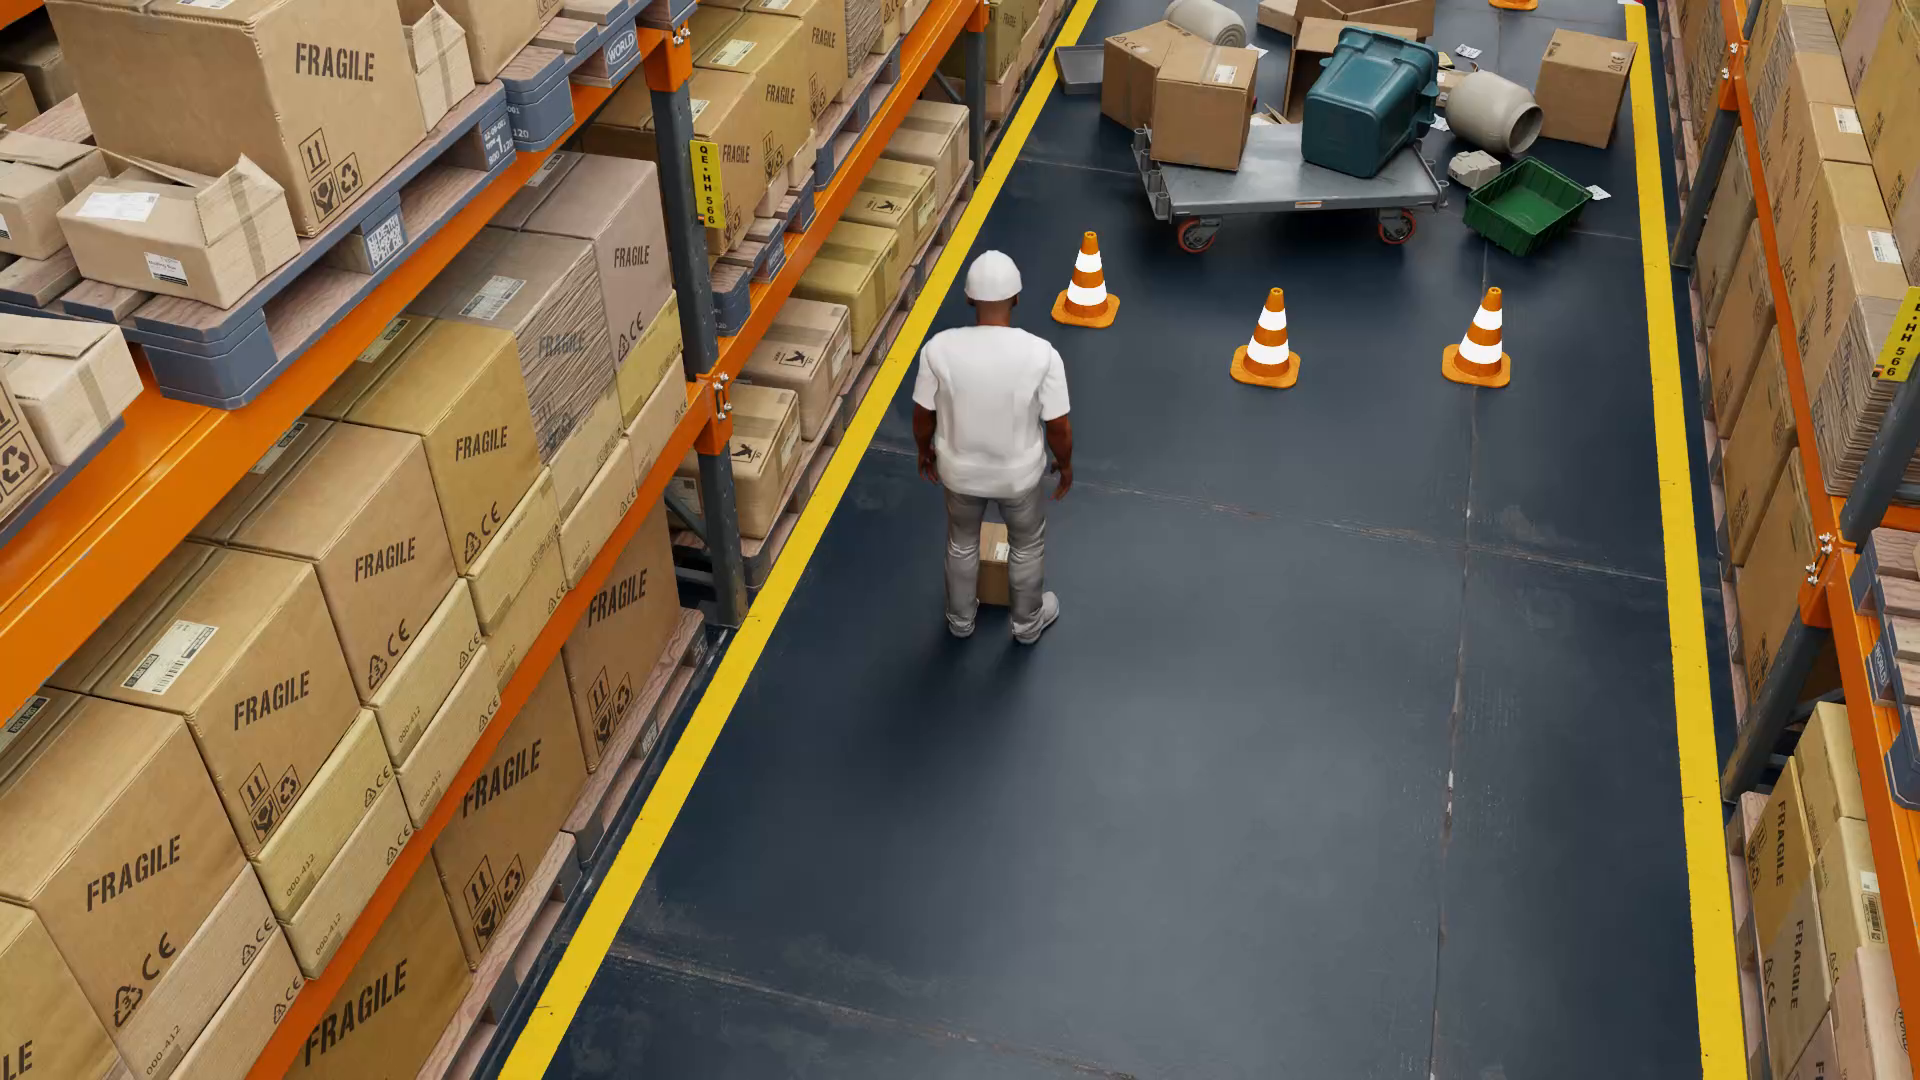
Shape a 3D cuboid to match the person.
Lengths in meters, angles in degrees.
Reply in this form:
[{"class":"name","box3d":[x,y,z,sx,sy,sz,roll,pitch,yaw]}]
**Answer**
[{"class":"person","box3d":[0.132,-0.316,6.510,0.626,1.760,0.458,7,41,8]}]
